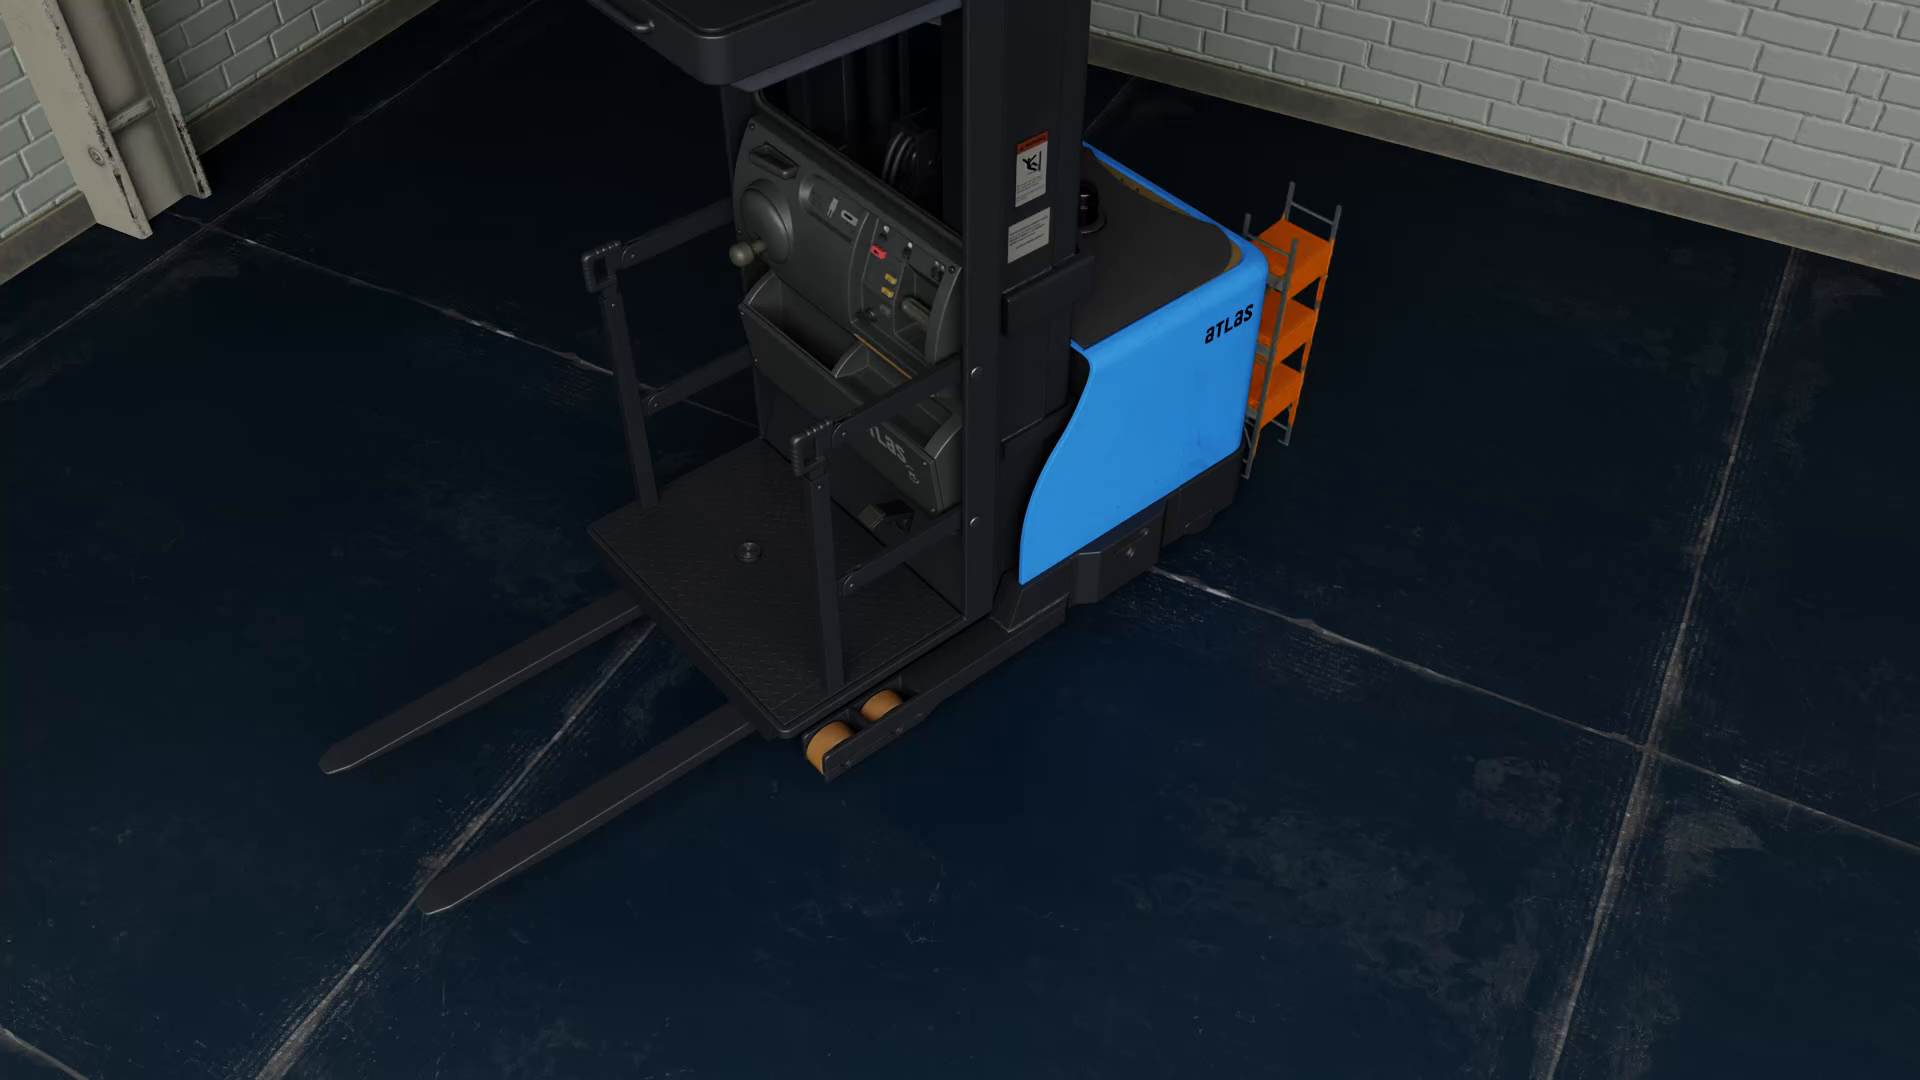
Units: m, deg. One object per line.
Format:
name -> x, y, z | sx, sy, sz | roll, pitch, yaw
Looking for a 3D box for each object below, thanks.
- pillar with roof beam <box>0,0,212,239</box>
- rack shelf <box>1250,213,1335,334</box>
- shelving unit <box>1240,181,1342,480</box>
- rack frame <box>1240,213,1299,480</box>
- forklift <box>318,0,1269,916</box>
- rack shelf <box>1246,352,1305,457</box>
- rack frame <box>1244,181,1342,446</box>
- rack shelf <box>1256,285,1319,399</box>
pillar with roof beam -> 0.331, -3.182, 2.568 | 9.100, 9.000, 0.400 | 20, 49, 19
rack shelf -> 1.062, -0.881, 5.493 | 0.215, 0.259, 0.240 | 35, 55, 27
shelving unit -> 1.056, -0.693, 5.692 | 0.215, 1.050, 0.252 | 35, 55, 27
rack frame -> 0.973, -0.629, 5.629 | 0.200, 1.050, 0.008 | 35, 55, 27
forklift -> -0.483, -0.742, 4.423 | 3.031, 2.935, 1.130 | -31, 53, -27
rack shelf -> 1.050, -0.494, 5.901 | 0.215, 0.259, 0.240 | 35, 55, 27
rack frame -> 1.139, -0.756, 5.755 | 0.200, 1.050, 0.008 | 35, 55, 27
rack shelf -> 1.056, -0.685, 5.699 | 0.215, 0.259, 0.240 | 35, 55, 27
